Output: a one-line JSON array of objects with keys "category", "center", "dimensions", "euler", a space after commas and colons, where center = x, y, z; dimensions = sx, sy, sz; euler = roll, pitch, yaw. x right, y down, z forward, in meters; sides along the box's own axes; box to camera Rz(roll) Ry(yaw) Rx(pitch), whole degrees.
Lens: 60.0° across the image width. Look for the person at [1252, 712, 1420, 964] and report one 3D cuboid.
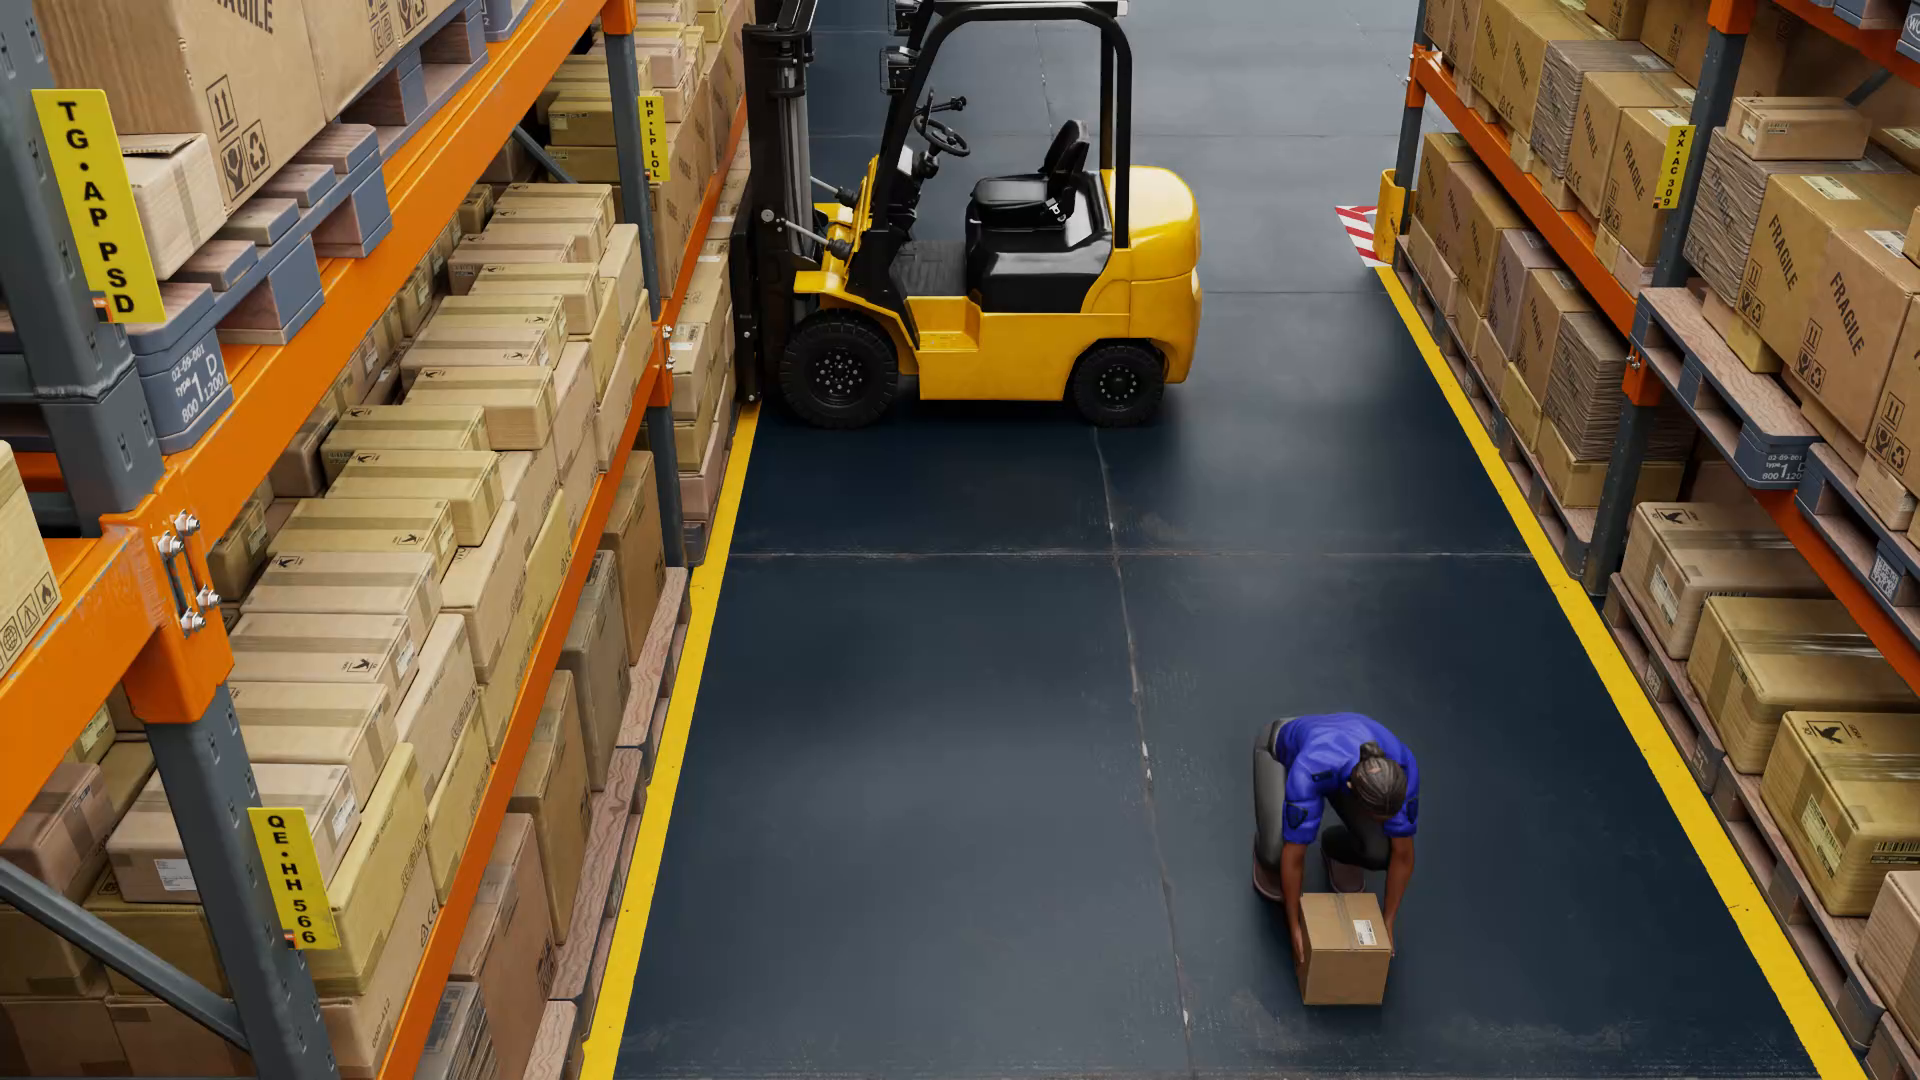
[{"category": "person", "center": [1.225, 0.883, 5.492], "dimensions": [0.483, 0.846, 0.814], "euler": [0, 32, 0]}]
